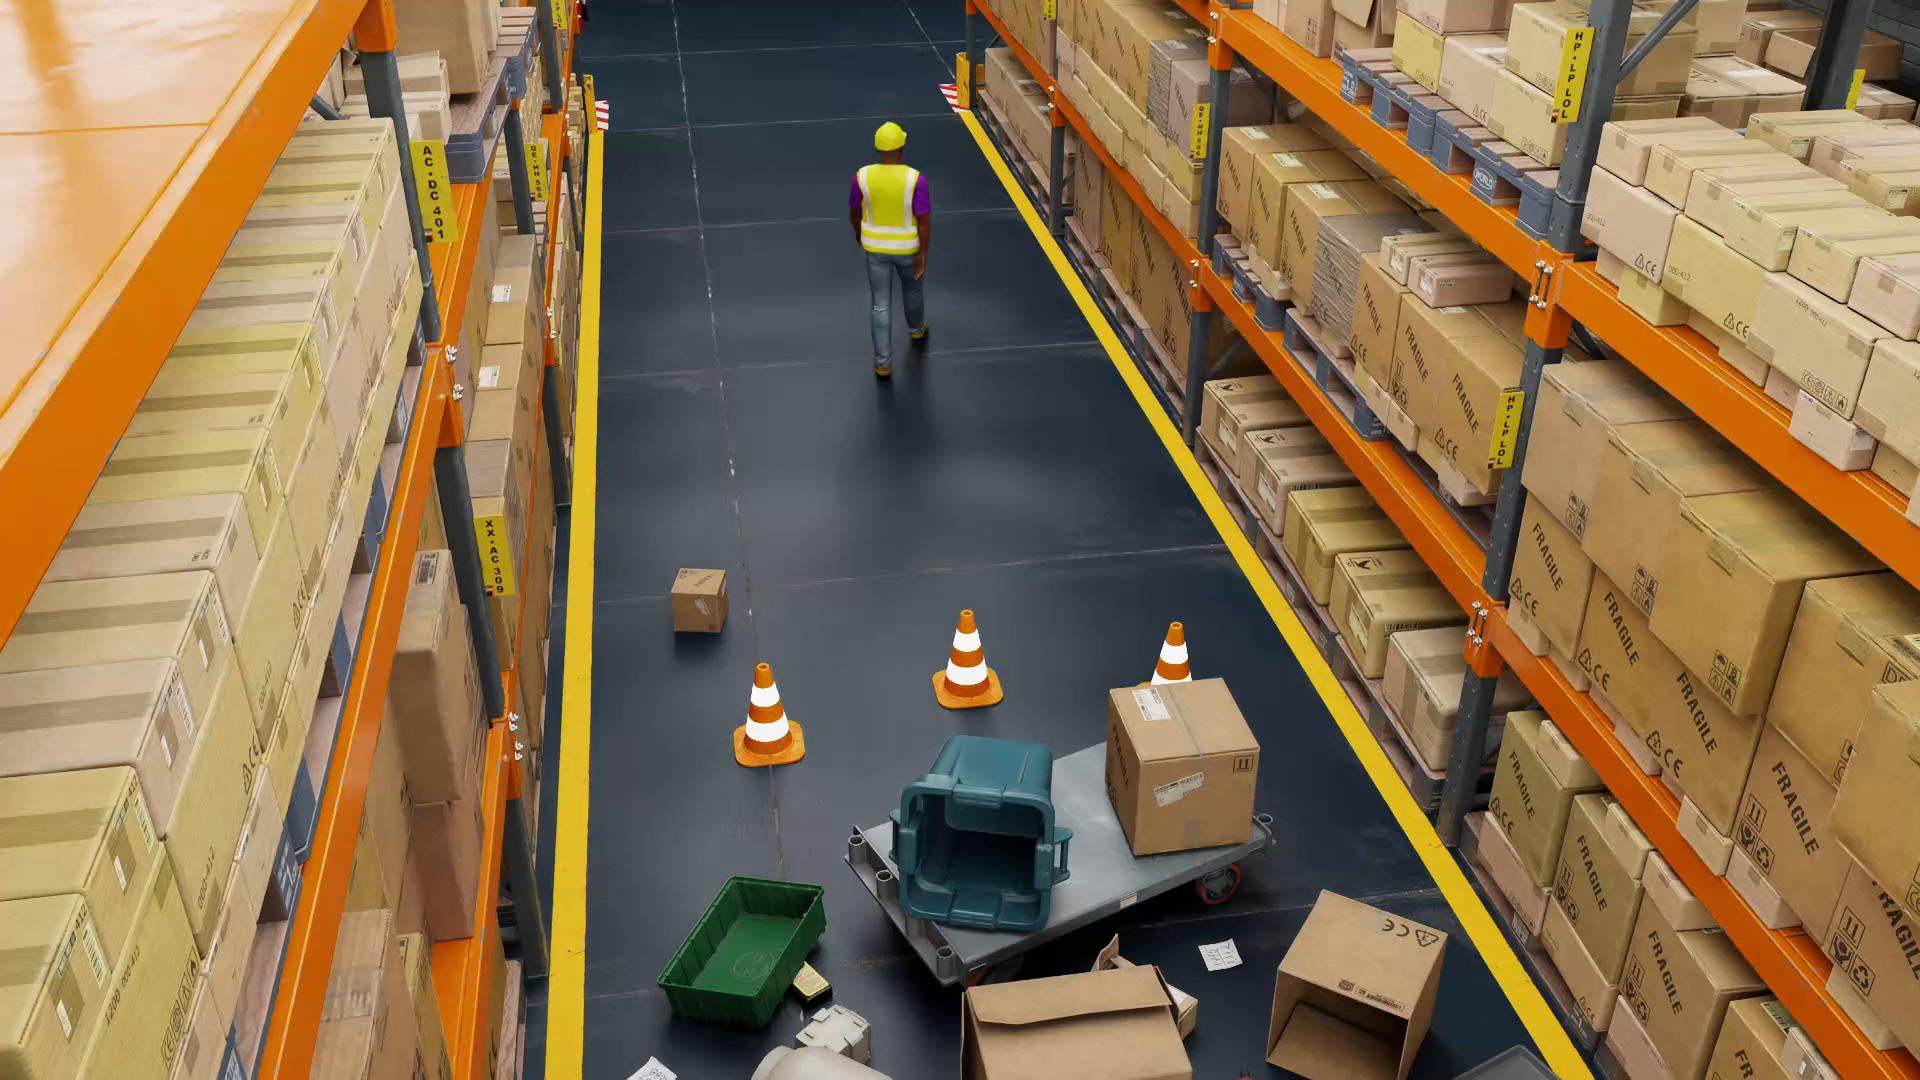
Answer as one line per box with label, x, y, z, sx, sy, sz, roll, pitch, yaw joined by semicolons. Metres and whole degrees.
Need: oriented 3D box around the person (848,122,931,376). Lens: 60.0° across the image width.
person;-0.476;-2.125;11.688;0.582;1.707;1.007;2;31;4
